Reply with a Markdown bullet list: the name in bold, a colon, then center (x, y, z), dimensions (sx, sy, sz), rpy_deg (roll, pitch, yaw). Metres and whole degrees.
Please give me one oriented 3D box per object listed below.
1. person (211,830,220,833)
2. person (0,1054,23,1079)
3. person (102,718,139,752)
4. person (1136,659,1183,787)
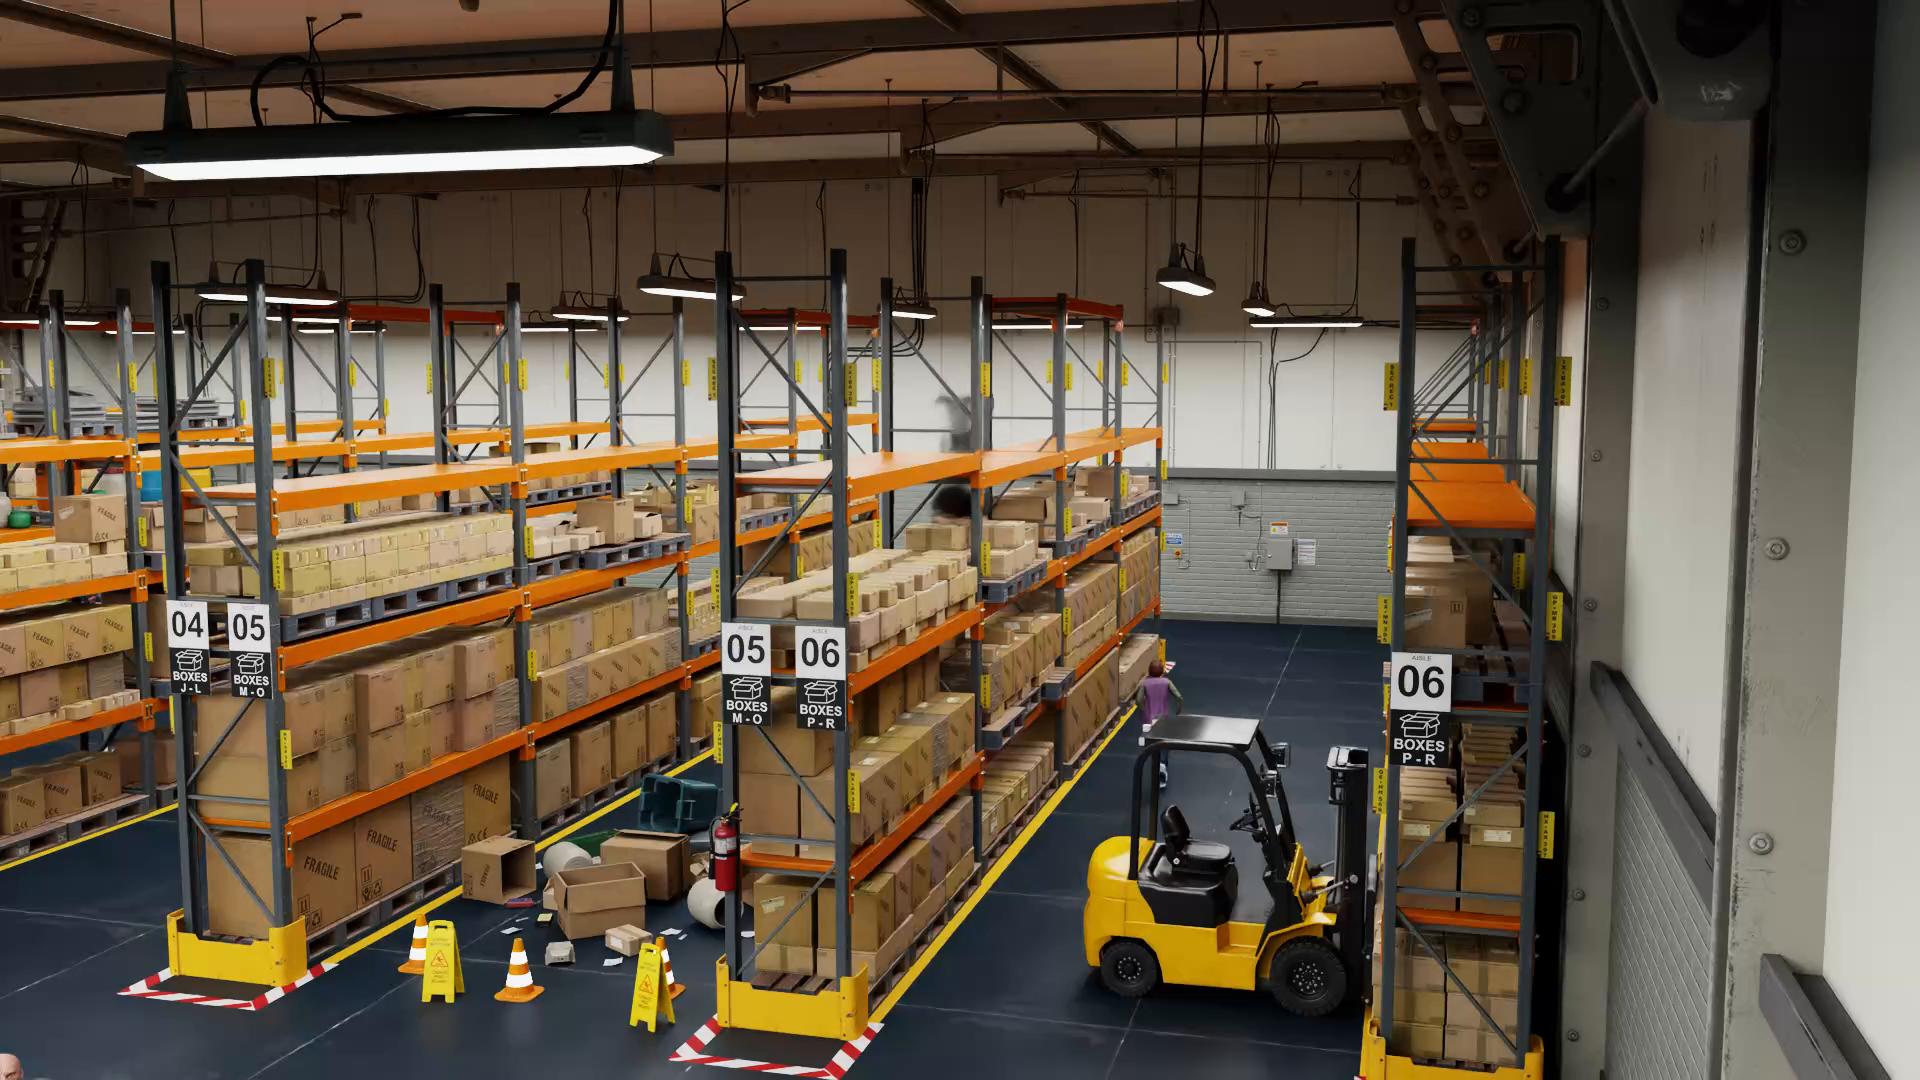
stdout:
- **person**: center (-7.031, 2.627, 16.083), dimensions (0.552, 1.675, 0.643), rpy_deg (0, 6, 3)
- **person**: center (-4.856, 3.448, 8.517), dimensions (0.671, 1.719, 0.799), rpy_deg (-4, 7, -35)
- **person**: center (-11.294, 2.079, 22.295), dimensions (0.556, 1.536, 0.890), rpy_deg (2, 6, 18)
- **person**: center (2.441, 2.240, 20.428), dimensions (0.573, 1.564, 0.476), rpy_deg (1, 6, 5)
